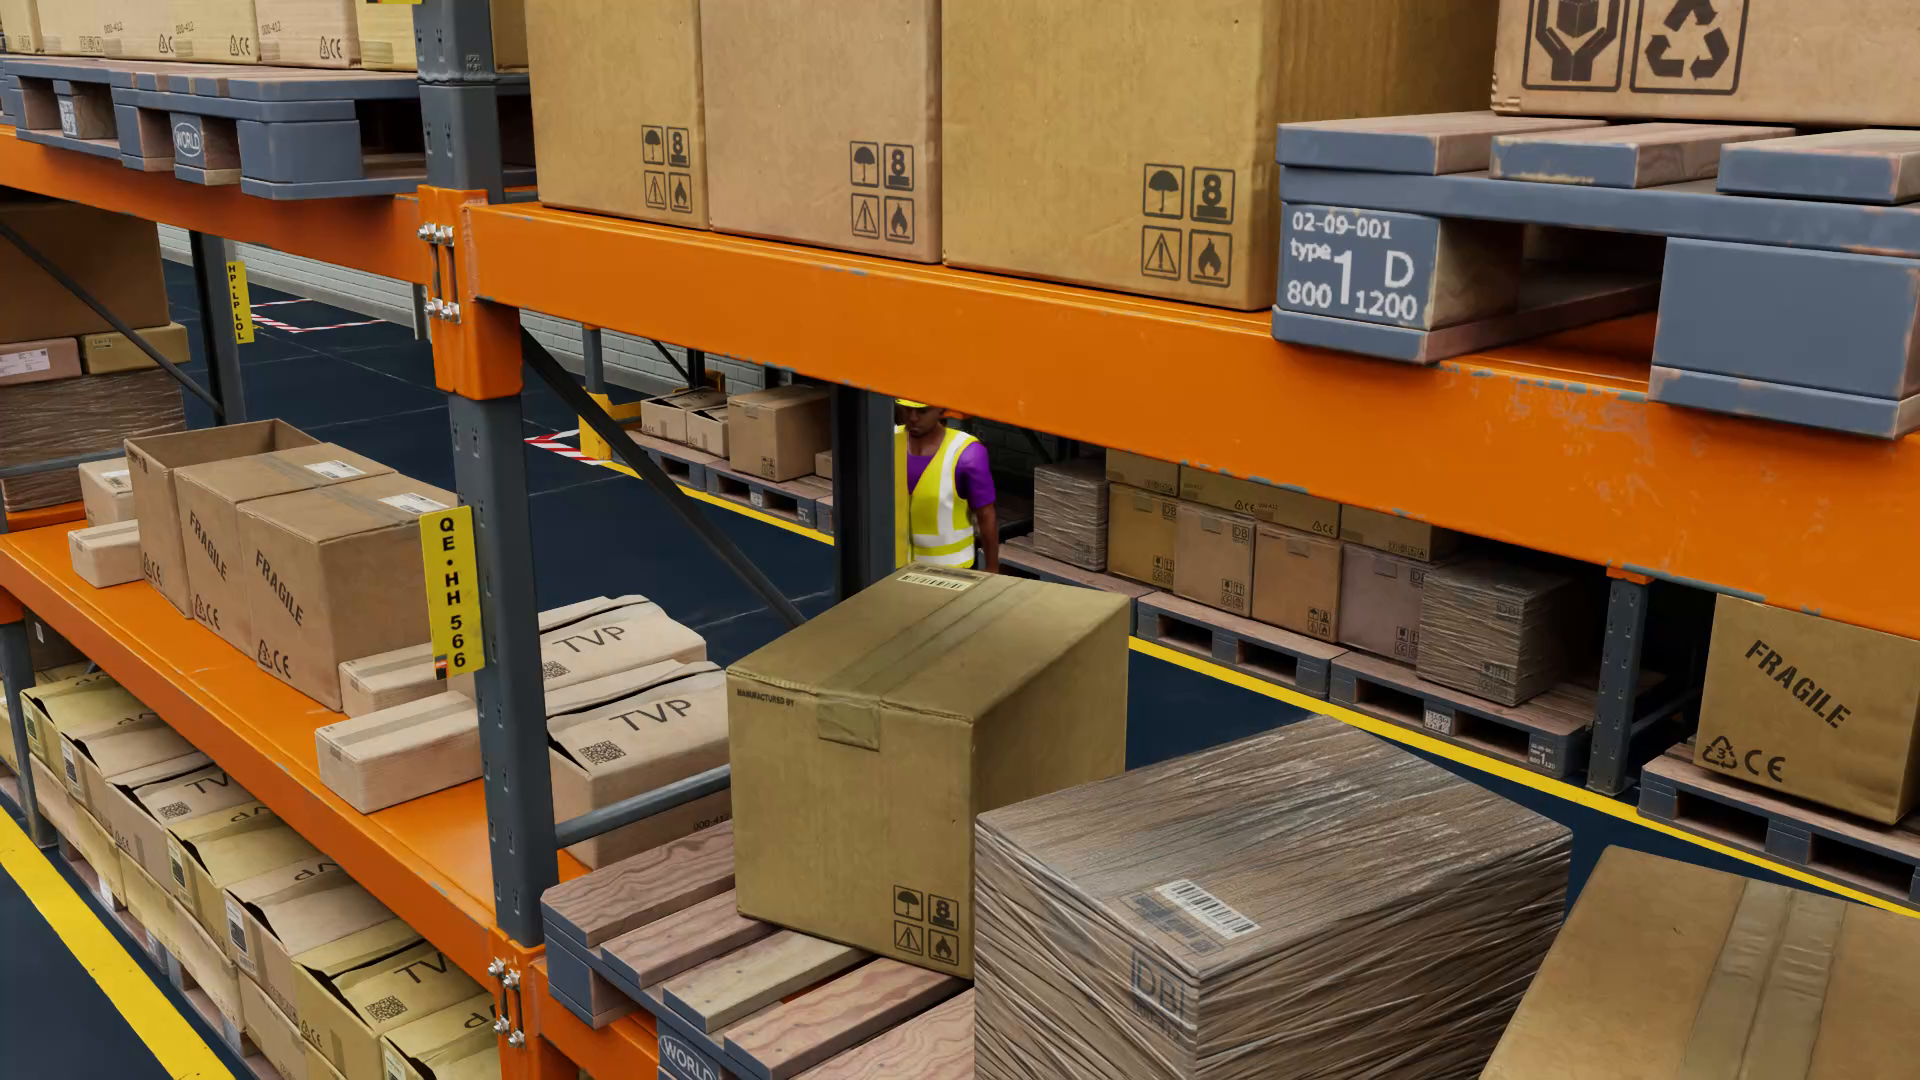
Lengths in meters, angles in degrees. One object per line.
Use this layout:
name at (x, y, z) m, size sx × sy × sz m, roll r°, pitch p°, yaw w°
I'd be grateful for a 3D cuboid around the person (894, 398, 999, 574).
person at (-0.202, 0.124, 7.097) m, size 0.640 × 1.721 × 0.959 m, roll 7°, pitch 19°, yaw 22°
